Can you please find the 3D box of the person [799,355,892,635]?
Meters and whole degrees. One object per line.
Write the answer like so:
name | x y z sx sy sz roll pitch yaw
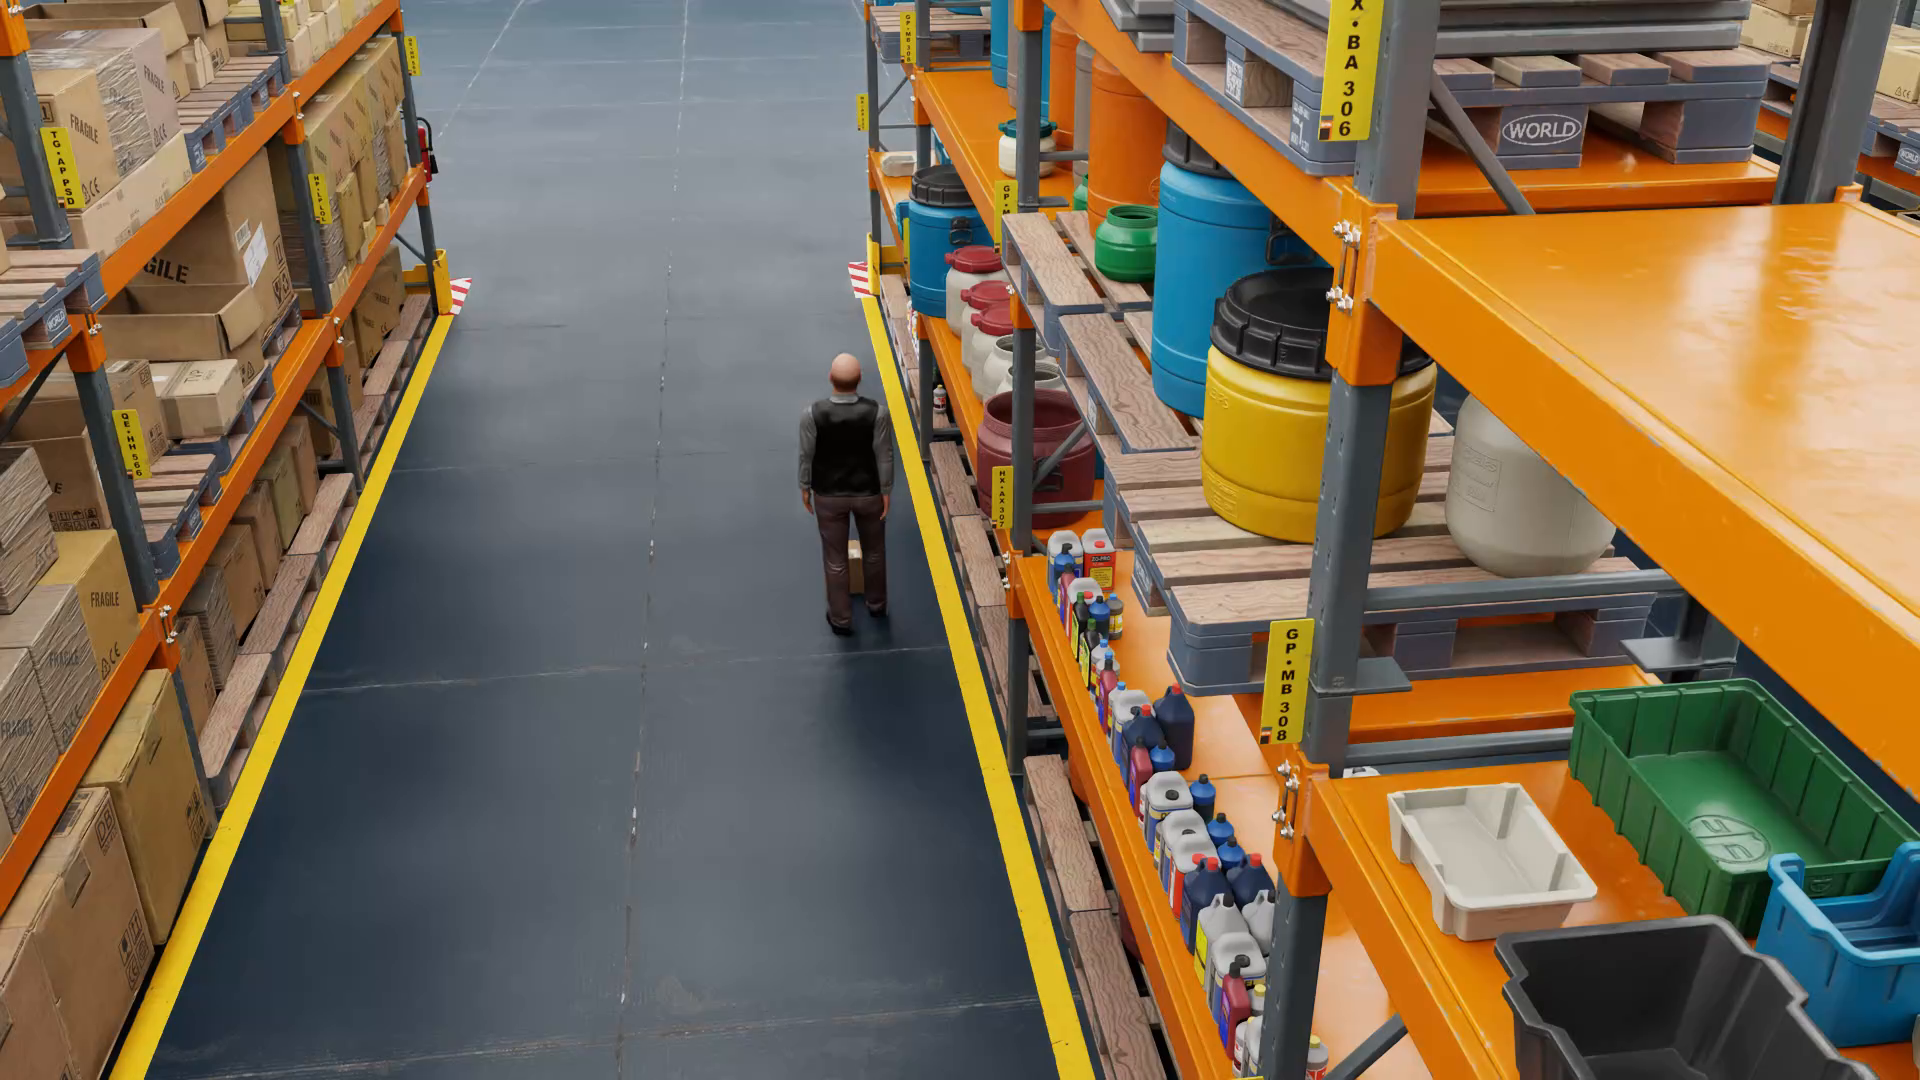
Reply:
person | -0.662 -0.281 9.688 0.533 1.719 0.417 -3 27 -6
